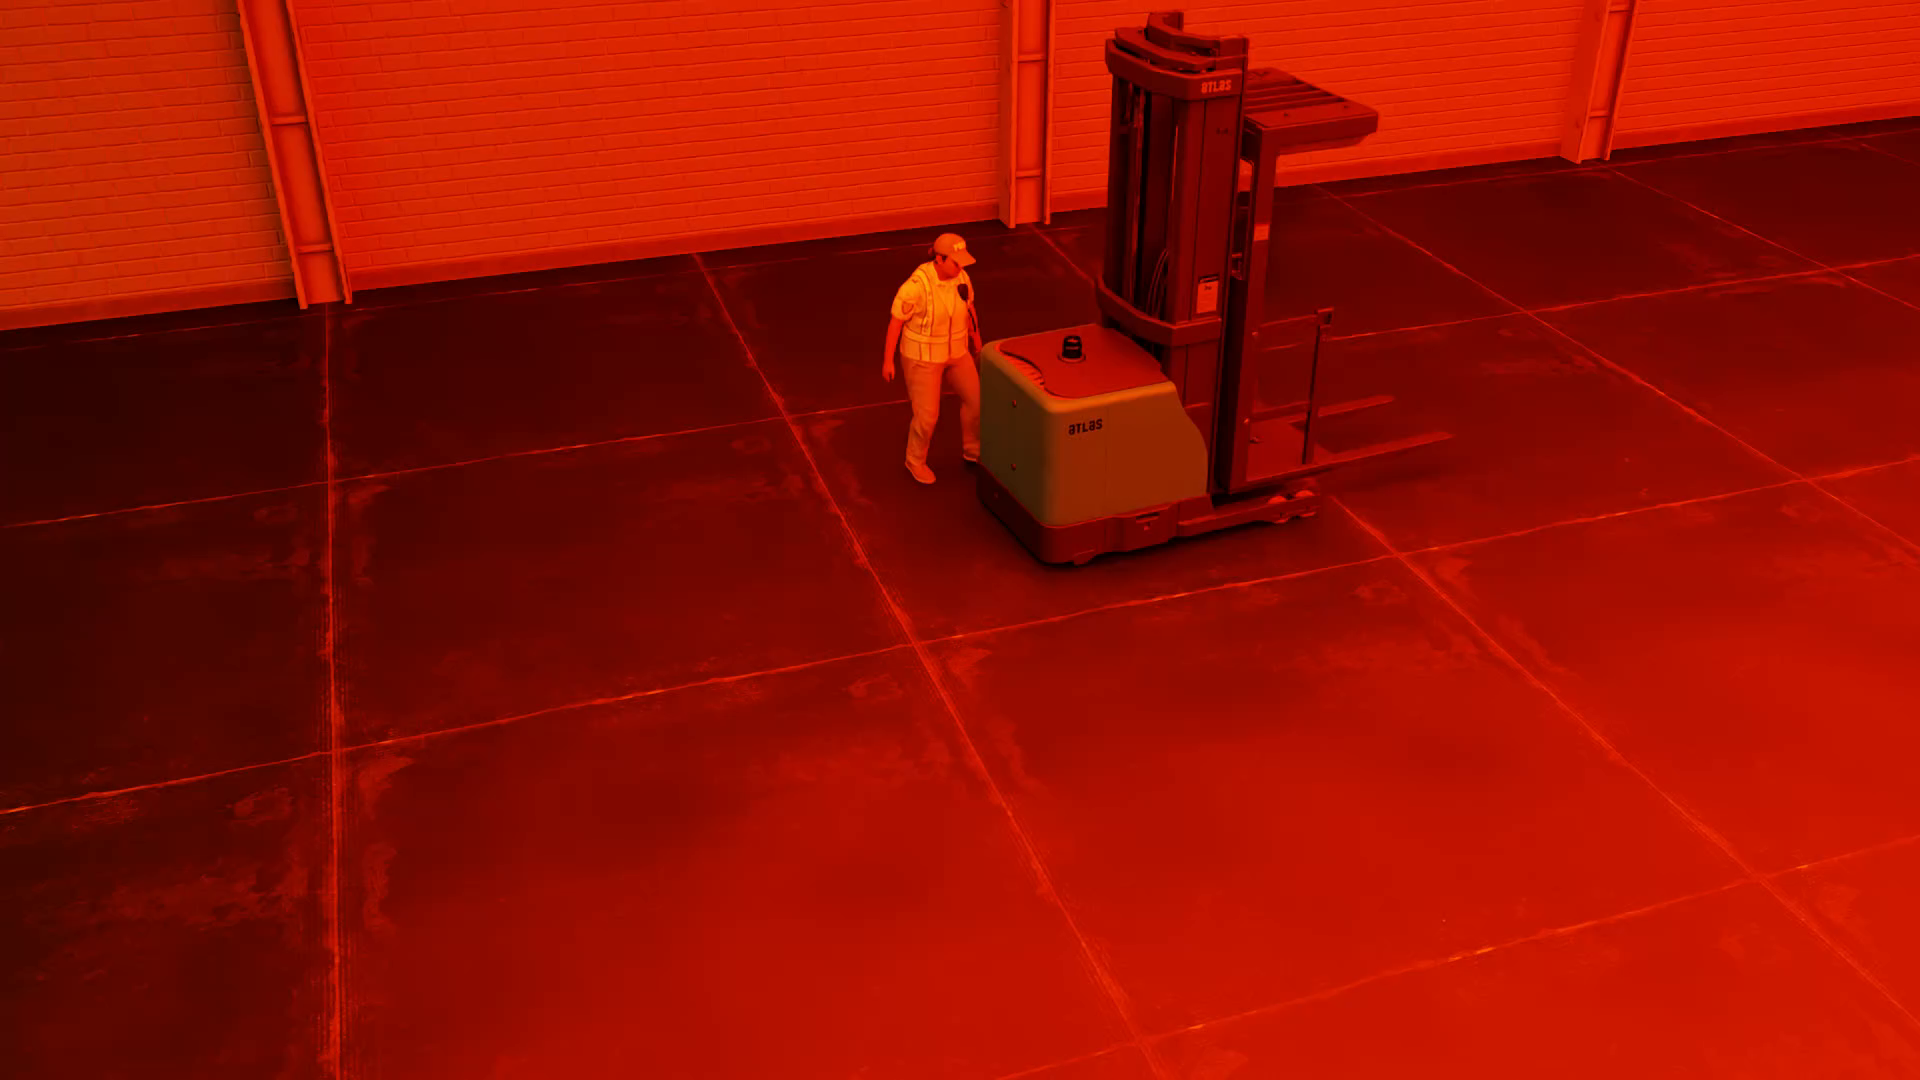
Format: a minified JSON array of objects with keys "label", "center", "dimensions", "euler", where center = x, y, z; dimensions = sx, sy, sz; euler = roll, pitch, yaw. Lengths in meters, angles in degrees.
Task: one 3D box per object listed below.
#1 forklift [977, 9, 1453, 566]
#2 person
[{"label":"forklift","center":[1.670,-1.598,9.864],"dimensions":[3.031,2.935,1.130],"euler":[-12,32,-20]},{"label":"person","center":[-0.086,-1.150,10.400],"dimensions":[0.811,1.638,0.470],"euler":[-19,35,-29]}]
